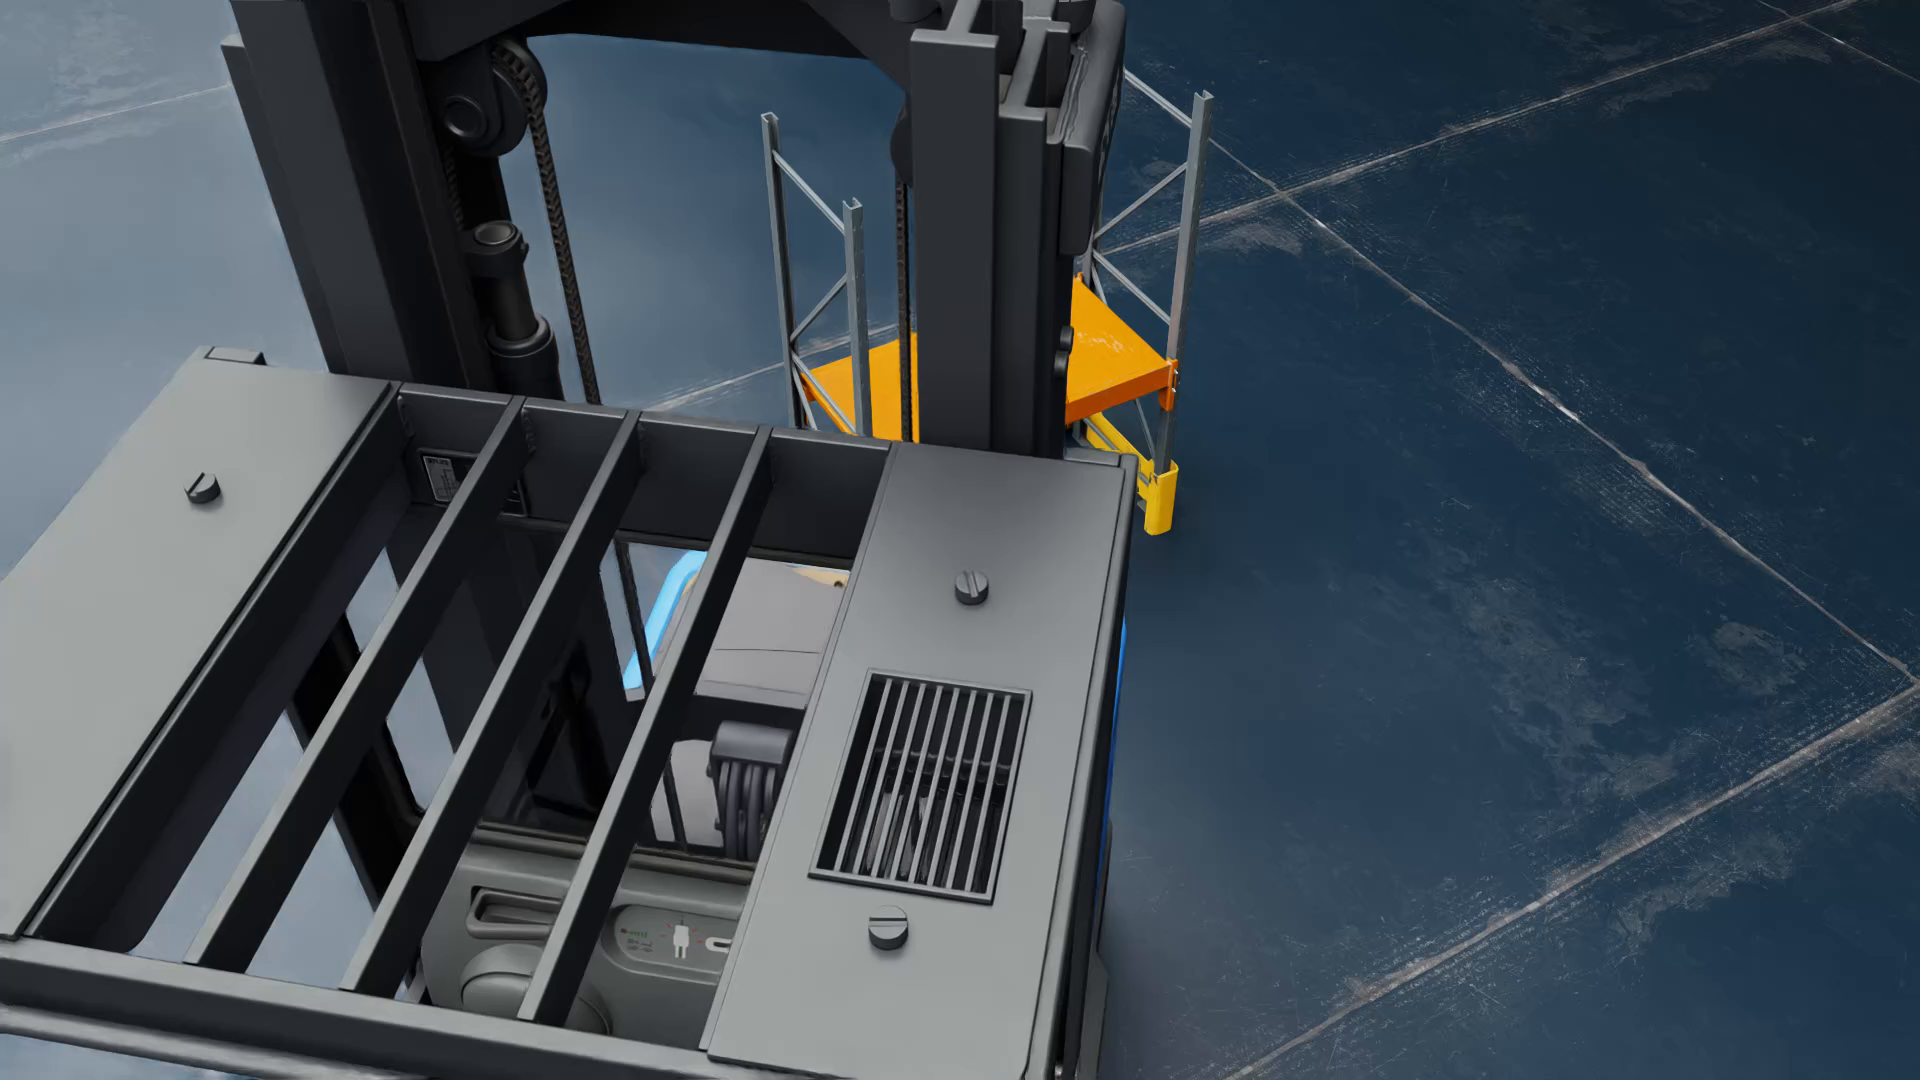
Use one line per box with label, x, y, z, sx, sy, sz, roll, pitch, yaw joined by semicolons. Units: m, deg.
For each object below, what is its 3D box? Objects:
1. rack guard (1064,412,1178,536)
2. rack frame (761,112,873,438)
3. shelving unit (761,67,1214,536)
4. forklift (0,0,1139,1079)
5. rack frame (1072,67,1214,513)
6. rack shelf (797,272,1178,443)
rack guard;0.498;-0.289;5.368;0.087;0.250;0.587;-22;48;-21
rack frame;-0.367;-0.391;4.576;0.032;1.500;0.500;-22;48;-21
shelving unit;0.066;-0.565;4.755;1.083;1.500;0.587;-22;48;-21
forklift;-0.396;0.789;2.333;1.130;2.935;3.031;7;45;7
rack frame;0.515;-0.744;4.940;0.032;1.500;0.500;-22;48;-21
rack shelf;0.074;-0.439;4.883;1.000;0.185;0.538;-22;48;-21
